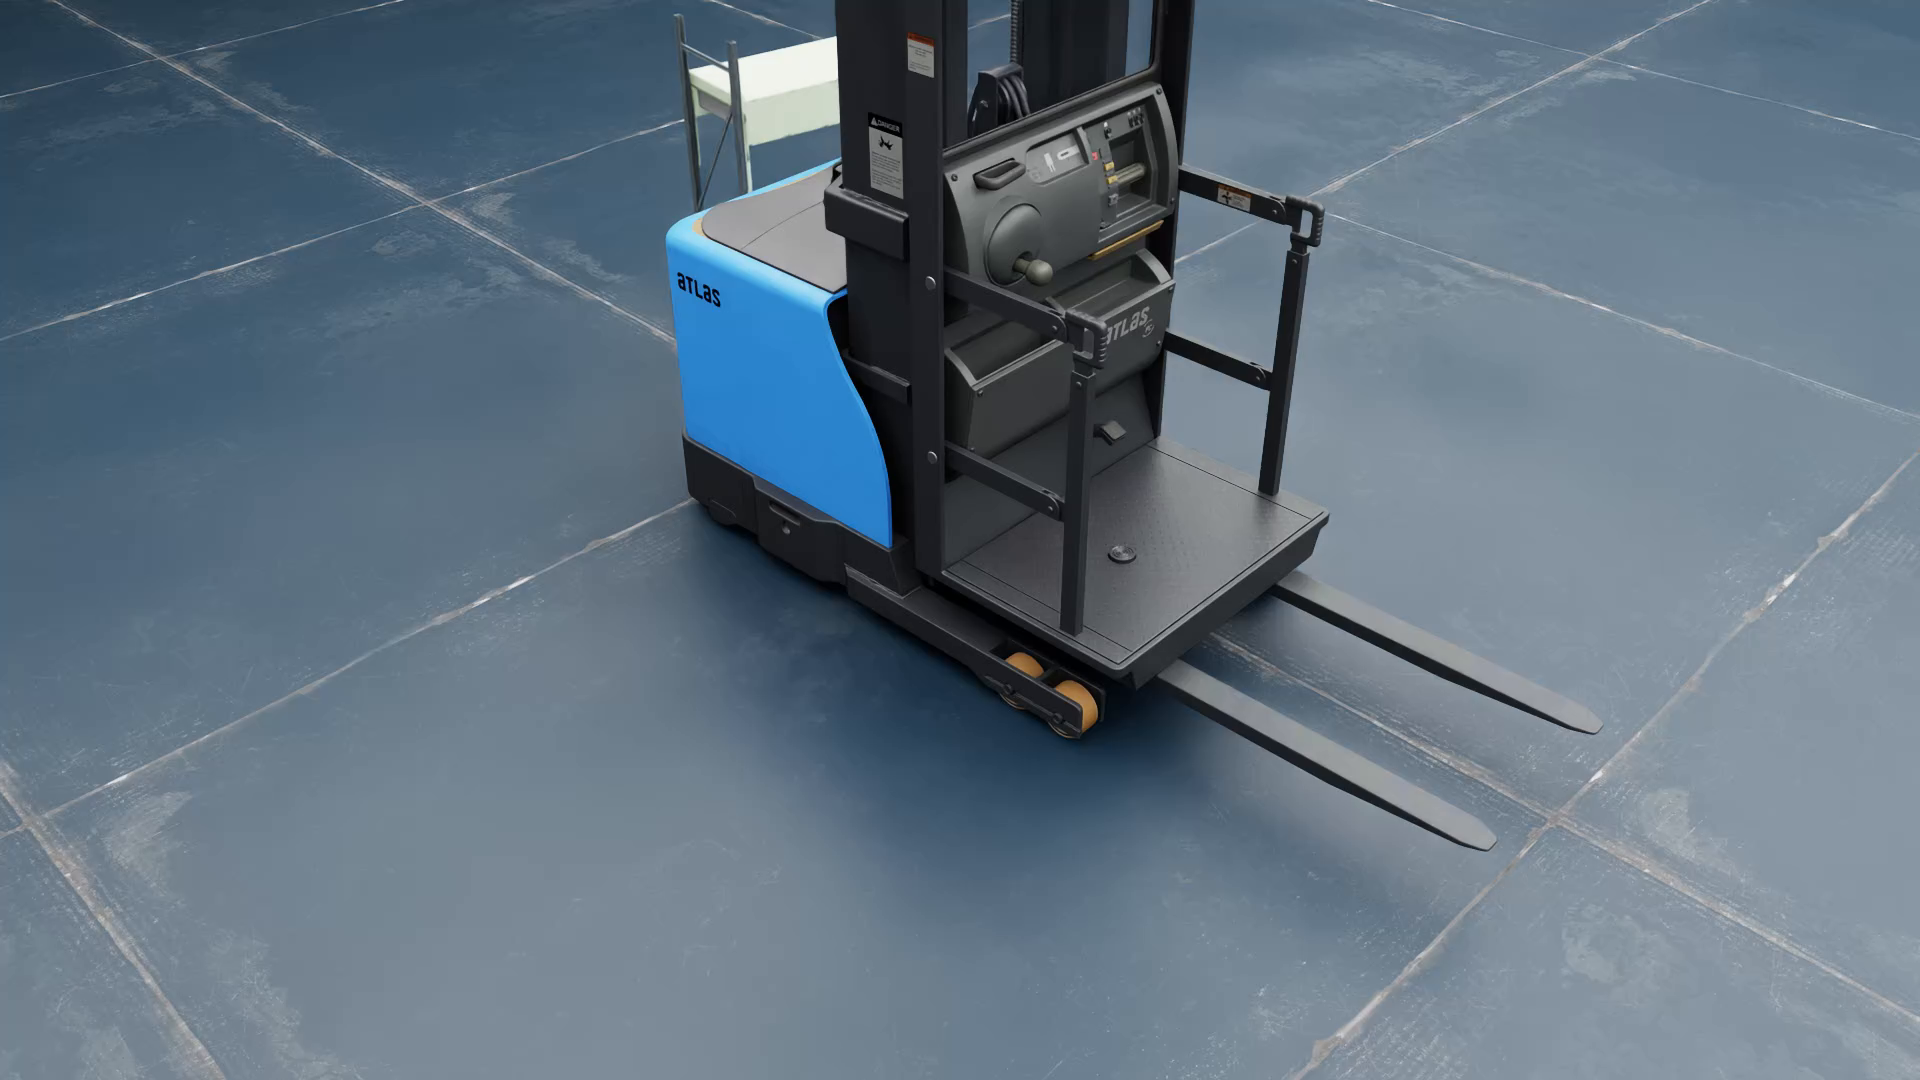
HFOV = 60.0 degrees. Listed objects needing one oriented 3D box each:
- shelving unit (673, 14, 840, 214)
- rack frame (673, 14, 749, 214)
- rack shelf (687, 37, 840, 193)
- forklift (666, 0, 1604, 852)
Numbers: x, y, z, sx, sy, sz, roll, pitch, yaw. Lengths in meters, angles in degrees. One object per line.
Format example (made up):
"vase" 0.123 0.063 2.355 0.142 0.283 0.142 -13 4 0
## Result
"shelving unit" -0.556 -1.222 6.184 0.755 1.500 0.431 -23 40 -29
"rack frame" -0.851 -1.098 6.006 0.023 1.500 0.400 -23 40 -29
"rack shelf" -0.560 -1.545 5.965 0.720 0.370 0.431 -23 40 -29
"forklift" 0.459 -0.958 4.561 3.031 2.935 1.130 28 44 34
